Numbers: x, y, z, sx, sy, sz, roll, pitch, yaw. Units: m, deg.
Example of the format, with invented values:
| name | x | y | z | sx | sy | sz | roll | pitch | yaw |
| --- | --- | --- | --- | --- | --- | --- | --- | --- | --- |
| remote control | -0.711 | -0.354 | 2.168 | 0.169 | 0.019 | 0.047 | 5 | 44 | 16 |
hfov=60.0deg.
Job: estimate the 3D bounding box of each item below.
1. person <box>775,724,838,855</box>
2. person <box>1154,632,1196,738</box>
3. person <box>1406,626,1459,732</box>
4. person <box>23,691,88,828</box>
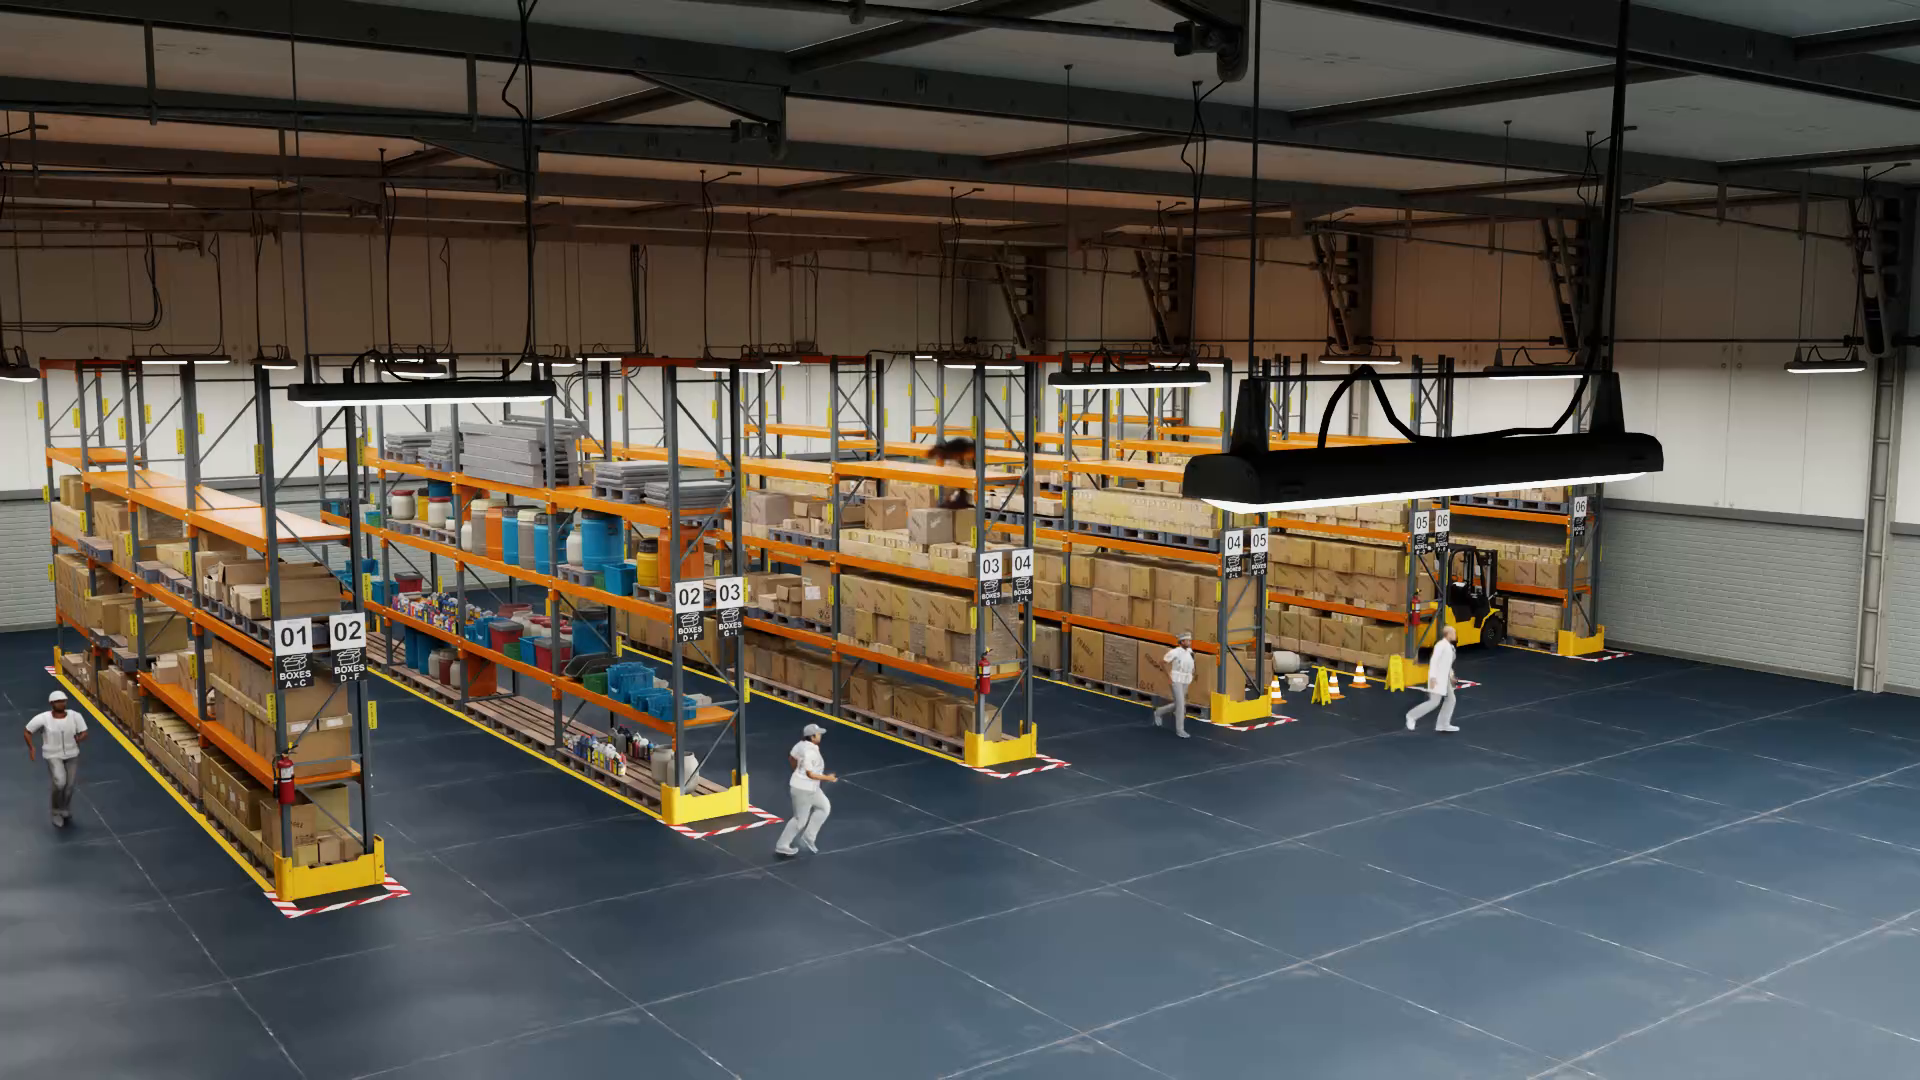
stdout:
| name | x | y | z | sx | sy | sz | roll | pitch | yaw |
| --- | --- | --- | --- | --- | --- | --- | --- | --- | --- |
| person | -1.893 | 3.084 | 20.465 | 0.789 | 1.673 | 0.535 | -1 | 7 | -6 |
| person | 3.557 | 2.285 | 26.831 | 0.618 | 1.633 | 0.878 | -6 | 9 | -40 |
| person | 7.687 | 2.295 | 26.967 | 0.827 | 1.612 | 0.787 | 3 | 8 | 26 |
| person | -11.750 | 2.858 | 21.728 | 0.721 | 1.787 | 0.695 | 7 | 9 | 44 |
